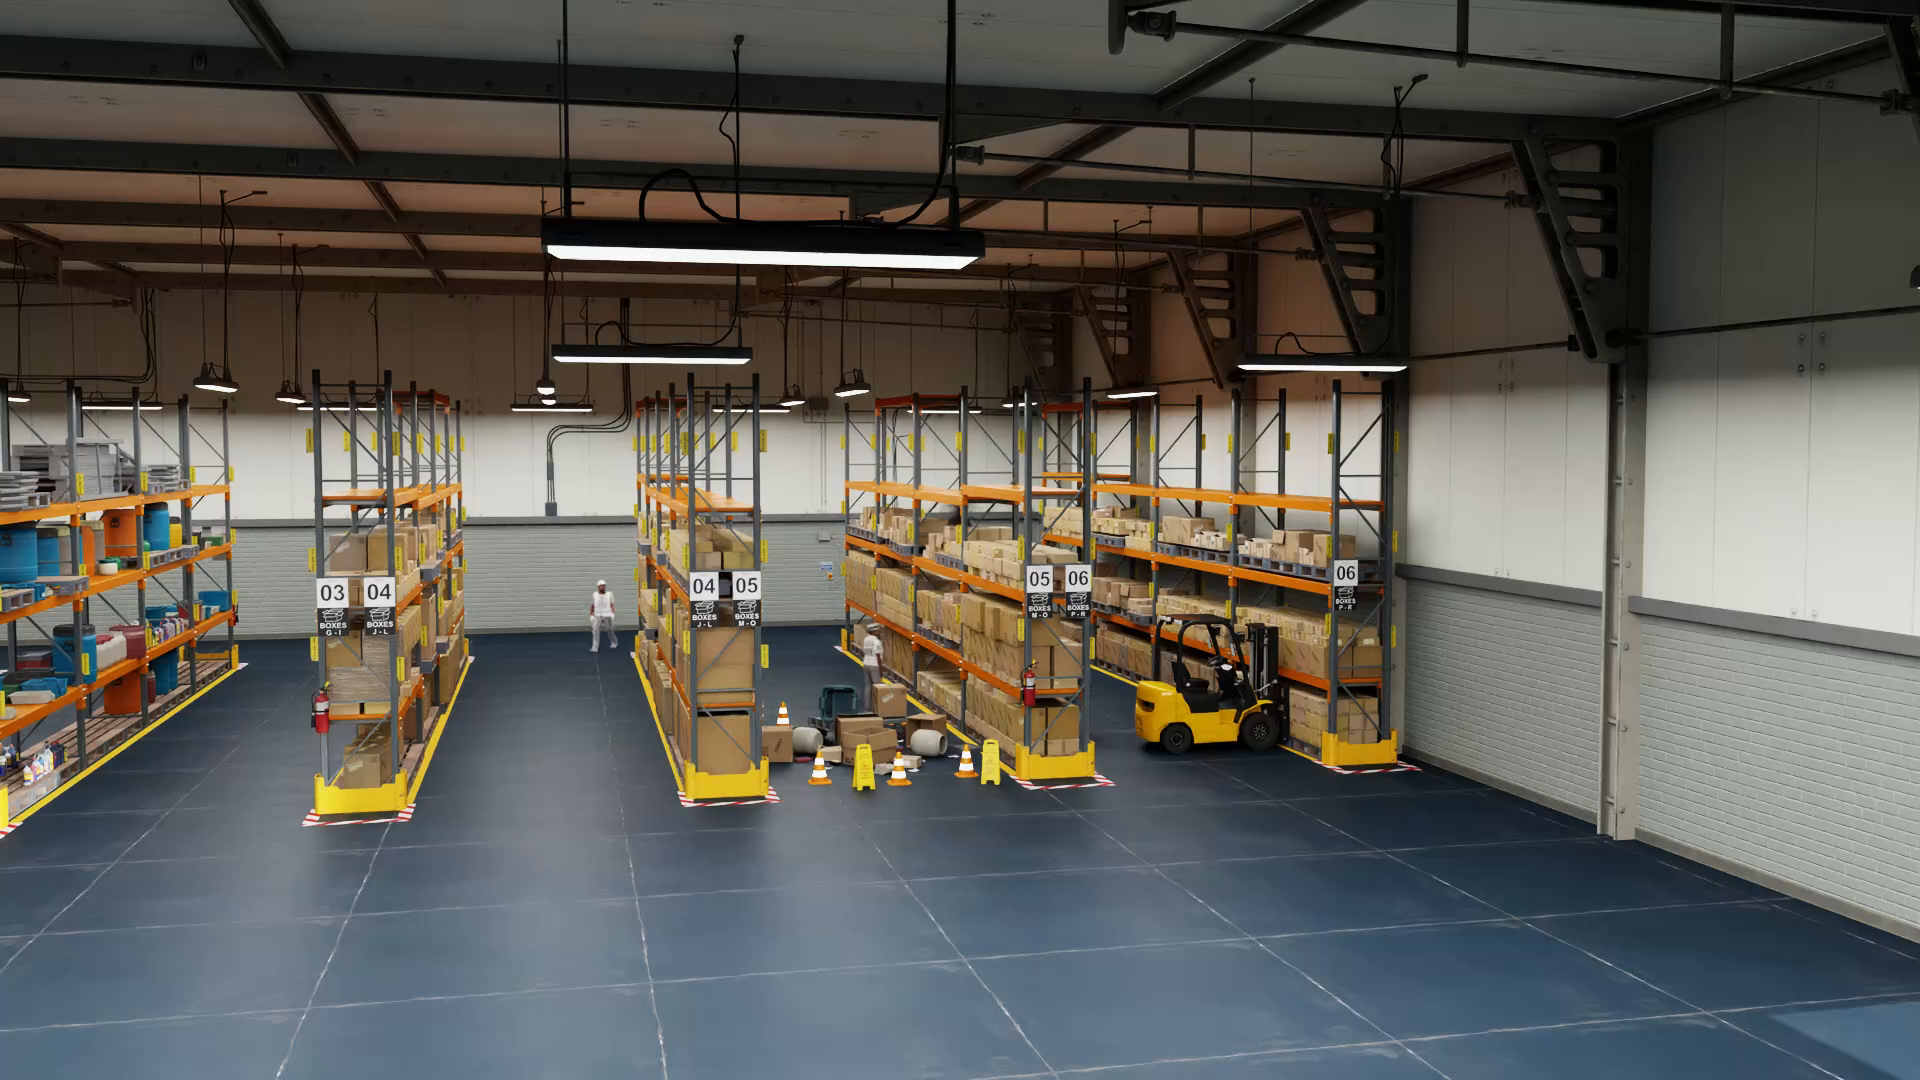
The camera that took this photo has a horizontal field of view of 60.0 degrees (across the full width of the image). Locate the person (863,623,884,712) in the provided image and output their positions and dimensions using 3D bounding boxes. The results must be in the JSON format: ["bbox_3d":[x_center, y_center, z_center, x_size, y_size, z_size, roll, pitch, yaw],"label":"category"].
[{"bbox_3d":[-1.588,2.373,30.852,0.384,1.680,0.505,-3,4,-41],"label":"person"}]

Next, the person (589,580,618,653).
[{"bbox_3d":[-8.596,1.832,39.976,0.651,1.744,1.037,1,3,10],"label":"person"}]

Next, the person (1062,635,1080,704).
[{"bbox_3d":[1.921,2.488,29.953,0.544,1.567,0.561,-1,3,-9],"label":"person"}]
